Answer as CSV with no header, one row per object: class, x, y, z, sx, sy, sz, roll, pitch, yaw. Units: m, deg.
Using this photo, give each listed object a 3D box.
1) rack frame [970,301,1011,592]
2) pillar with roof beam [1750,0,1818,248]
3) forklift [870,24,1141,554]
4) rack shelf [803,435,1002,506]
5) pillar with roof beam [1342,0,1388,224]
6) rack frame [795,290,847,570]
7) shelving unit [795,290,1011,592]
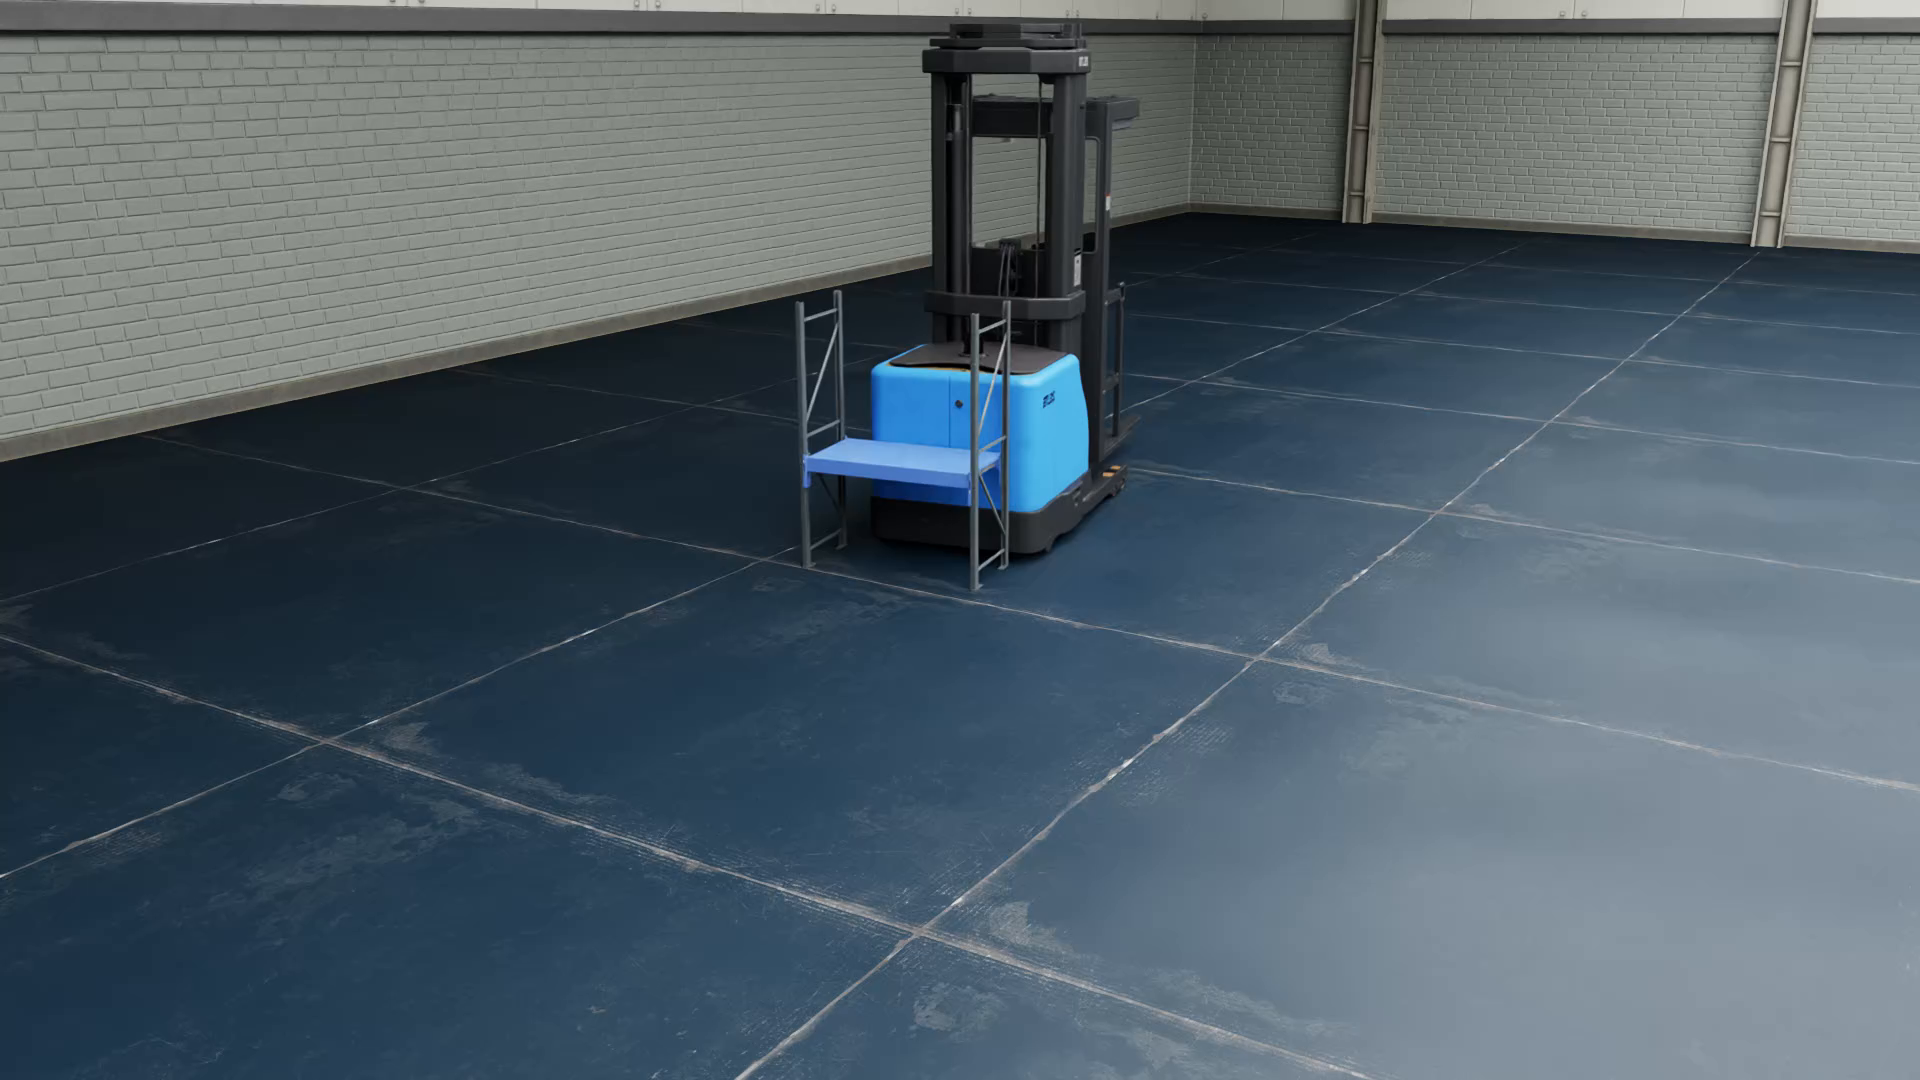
rack frame,0.164,-0.507,8.969,0.032,1.500,0.500,7,18,22
pillar with roof beam,9.218,-7.420,18.826,0.400,9.000,9.100,10,20,30
forklift,0.467,-1.713,10.476,1.130,2.935,3.031,6,18,20
rack shelf,-0.305,-0.391,9.208,1.000,0.185,0.538,7,18,22
pillar with roof beam,4.106,-8.333,21.830,0.400,9.000,9.100,10,20,30
rack frame,-0.774,-0.620,9.343,0.032,1.500,0.500,7,18,22
shelving unit,-0.305,-0.564,9.156,1.048,1.500,0.538,7,18,22
